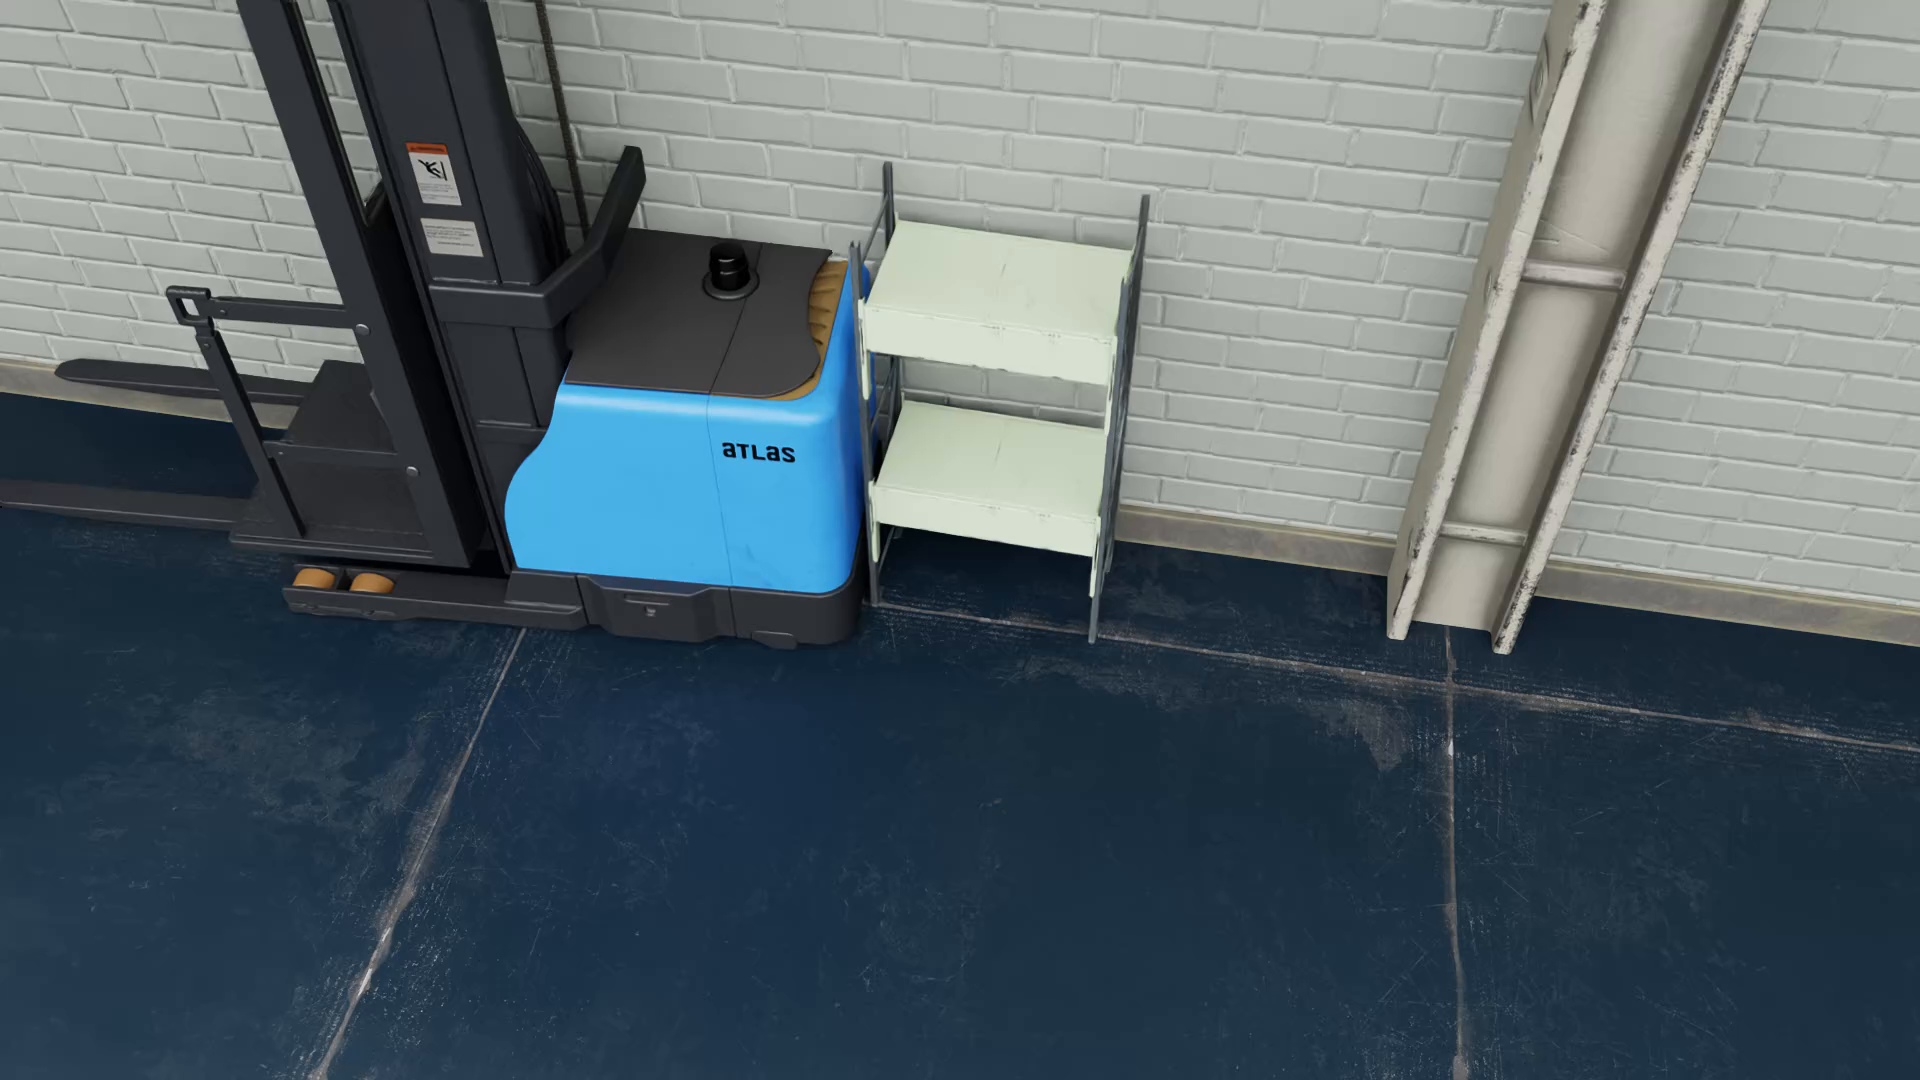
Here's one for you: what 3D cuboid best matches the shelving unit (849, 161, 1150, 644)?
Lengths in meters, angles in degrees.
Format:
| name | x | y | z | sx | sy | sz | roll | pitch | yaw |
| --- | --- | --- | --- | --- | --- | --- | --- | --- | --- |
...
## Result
| name | x | y | z | sx | sy | sz | roll | pitch | yaw |
| --- | --- | --- | --- | --- | --- | --- | --- | --- | --- |
| shelving unit | 0.115 | -0.365 | 5.069 | 0.755 | 1.500 | 0.431 | 9 | 49 | 8 |

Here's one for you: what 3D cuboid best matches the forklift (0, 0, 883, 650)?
| name | x | y | z | sx | sy | sz | roll | pitch | yaw |
| --- | --- | --- | --- | --- | --- | --- | --- | --- | --- |
| forklift | -1.791 | -1.100 | 4.767 | 3.031 | 2.935 | 1.130 | 5 | 48 | 4 |

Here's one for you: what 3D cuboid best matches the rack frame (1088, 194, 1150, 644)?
| name | x | y | z | sx | sy | sz | roll | pitch | yaw |
| --- | --- | --- | --- | --- | --- | --- | --- | --- | --- |
| rack frame | 0.472 | -0.307 | 5.018 | 0.023 | 1.500 | 0.400 | 9 | 49 | 8 |

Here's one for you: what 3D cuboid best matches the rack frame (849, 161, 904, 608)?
| name | x | y | z | sx | sy | sz | roll | pitch | yaw |
| --- | --- | --- | --- | --- | --- | --- | --- | --- | --- |
| rack frame | -0.243 | -0.422 | 5.121 | 0.023 | 1.500 | 0.400 | 9 | 49 | 8 |

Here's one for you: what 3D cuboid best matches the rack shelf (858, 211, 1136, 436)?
| name | x | y | z | sx | sy | sz | roll | pitch | yaw |
| --- | --- | --- | --- | --- | --- | --- | --- | --- | --- |
| rack shelf | 0.115 | -0.626 | 4.779 | 0.720 | 0.370 | 0.431 | 9 | 49 | 8 |

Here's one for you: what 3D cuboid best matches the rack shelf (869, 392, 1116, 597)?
| name | x | y | z | sx | sy | sz | roll | pitch | yaw |
| --- | --- | --- | --- | --- | --- | --- | --- | --- | --- |
| rack shelf | 0.115 | -0.147 | 5.312 | 0.720 | 0.370 | 0.431 | 9 | 49 | 8 |
